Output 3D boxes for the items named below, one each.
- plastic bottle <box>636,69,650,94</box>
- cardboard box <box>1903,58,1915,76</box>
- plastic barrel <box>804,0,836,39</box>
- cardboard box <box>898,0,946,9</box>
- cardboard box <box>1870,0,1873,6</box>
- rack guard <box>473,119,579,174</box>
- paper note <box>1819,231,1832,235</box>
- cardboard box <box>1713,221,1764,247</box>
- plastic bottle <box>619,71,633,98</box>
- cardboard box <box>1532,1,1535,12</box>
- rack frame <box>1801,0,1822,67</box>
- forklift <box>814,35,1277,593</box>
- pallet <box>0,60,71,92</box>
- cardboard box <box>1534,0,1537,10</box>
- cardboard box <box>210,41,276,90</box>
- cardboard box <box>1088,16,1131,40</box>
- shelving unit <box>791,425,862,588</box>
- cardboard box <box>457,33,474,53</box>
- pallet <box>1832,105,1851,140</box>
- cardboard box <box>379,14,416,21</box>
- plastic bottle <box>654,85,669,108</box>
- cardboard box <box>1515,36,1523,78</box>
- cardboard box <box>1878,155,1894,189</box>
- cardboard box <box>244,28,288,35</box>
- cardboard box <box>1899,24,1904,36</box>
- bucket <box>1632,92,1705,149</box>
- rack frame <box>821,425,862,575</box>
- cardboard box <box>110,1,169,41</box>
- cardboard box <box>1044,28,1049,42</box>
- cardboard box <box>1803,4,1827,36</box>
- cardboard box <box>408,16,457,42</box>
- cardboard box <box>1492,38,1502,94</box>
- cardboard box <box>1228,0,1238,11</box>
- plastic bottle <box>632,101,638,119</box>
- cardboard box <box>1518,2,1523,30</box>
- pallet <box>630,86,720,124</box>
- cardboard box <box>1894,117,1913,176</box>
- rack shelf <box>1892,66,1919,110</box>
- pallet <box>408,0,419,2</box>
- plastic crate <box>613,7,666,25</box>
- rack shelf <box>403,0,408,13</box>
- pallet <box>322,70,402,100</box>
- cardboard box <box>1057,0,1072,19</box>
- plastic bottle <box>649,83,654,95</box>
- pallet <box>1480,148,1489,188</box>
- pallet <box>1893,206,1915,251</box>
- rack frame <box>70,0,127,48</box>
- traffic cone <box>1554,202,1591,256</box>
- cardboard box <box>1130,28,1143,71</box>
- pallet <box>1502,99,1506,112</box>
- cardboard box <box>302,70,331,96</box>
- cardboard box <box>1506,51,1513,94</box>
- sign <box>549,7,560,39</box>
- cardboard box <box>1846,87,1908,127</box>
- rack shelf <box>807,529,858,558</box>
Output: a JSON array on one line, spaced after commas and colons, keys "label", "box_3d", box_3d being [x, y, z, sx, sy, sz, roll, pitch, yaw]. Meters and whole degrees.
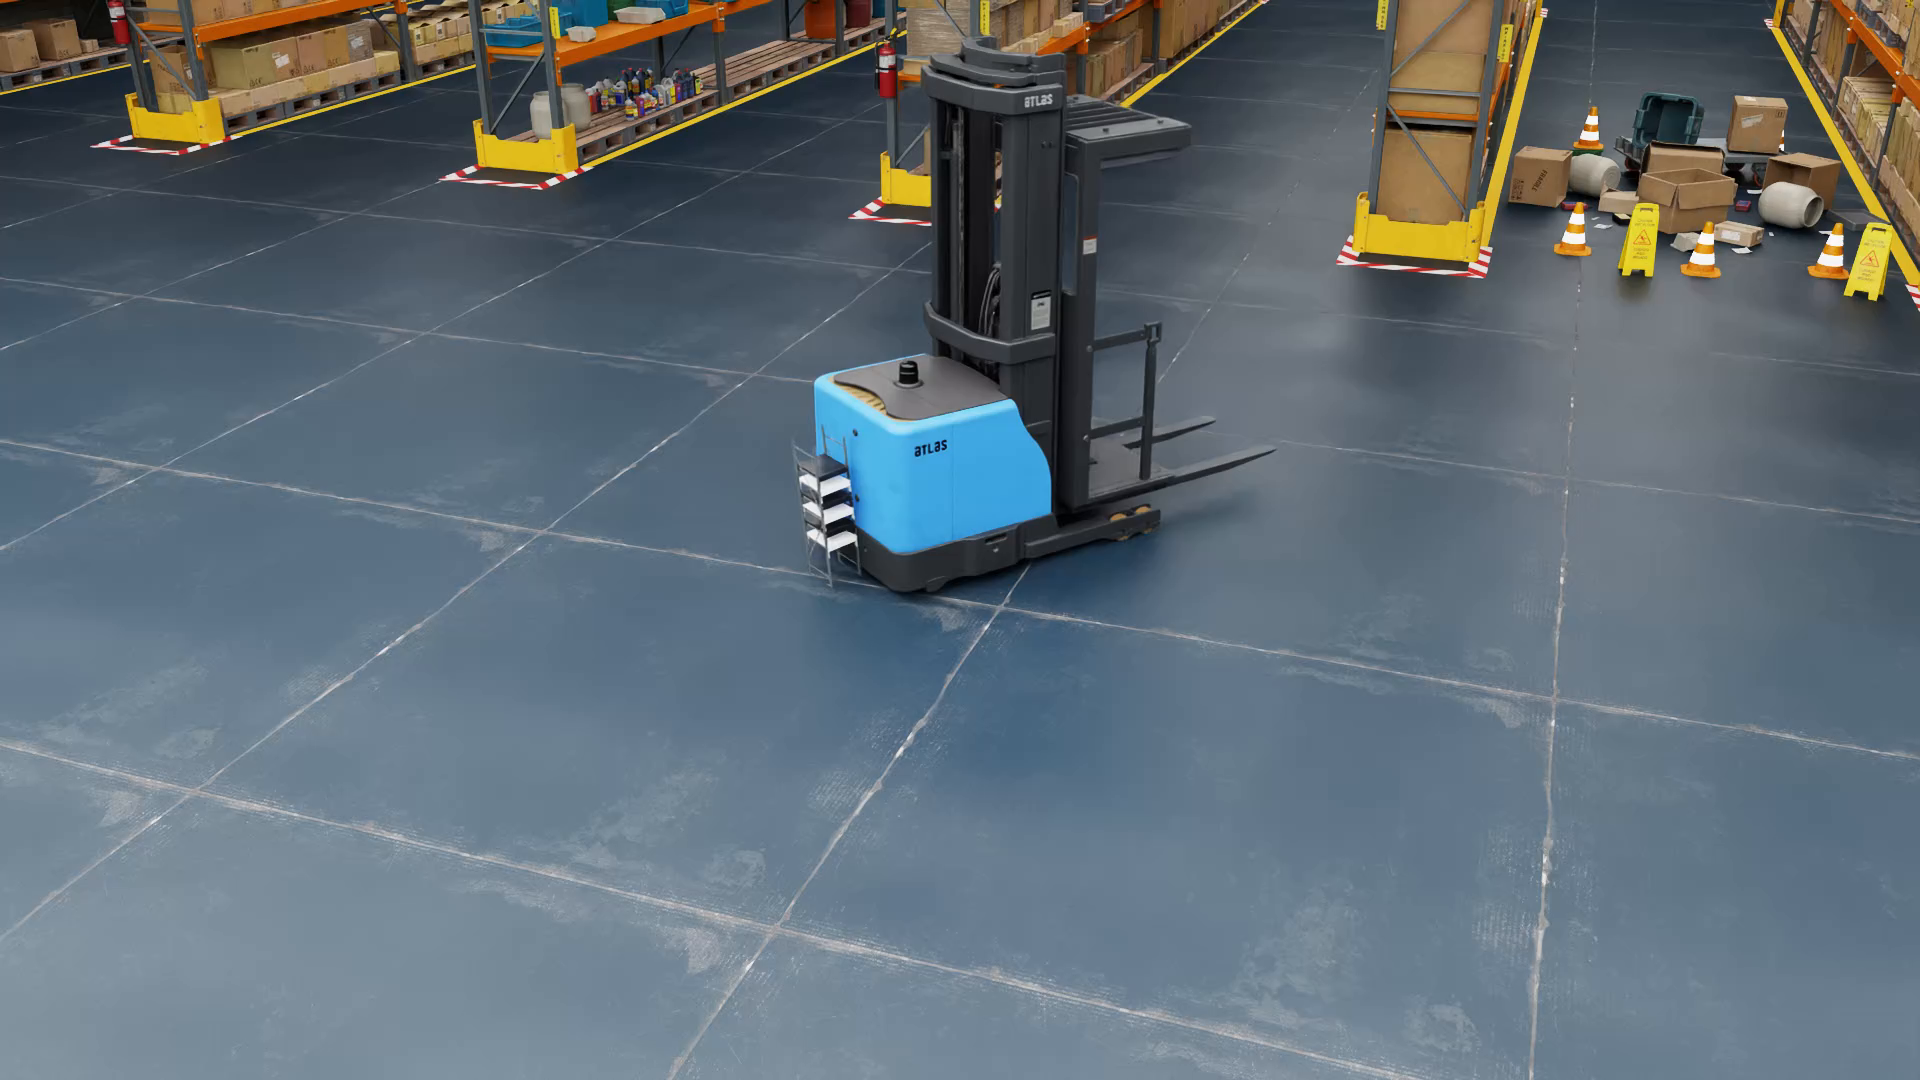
[{"label": "plastic bottle", "box_3d": [-4.132, -5.957, 21.646, 0.144, 0.351, 0.185, 9, 27, 17]}, {"label": "cardboard box", "box_3d": [10.001, -4.892, 17.200, 0.380, 0.149, 0.250, 9, 27, 17]}, {"label": "plastic barrel", "box_3d": [-2.130, -8.303, 25.965, 0.600, 0.830, 0.708, 9, 27, 17]}, {"label": "cardboard box", "box_3d": [-0.318, -5.772, 17.126, 0.500, 0.500, 0.500, 9, 27, 17]}, {"label": "cardboard box", "box_3d": [11.195, -6.484, 20.007, 0.380, 0.149, 0.250, 7, 27, 14]}, {"label": "rack guard", "box_3d": [-4.958, -4.513, 18.997, 1.175, 0.500, 0.348, 9, 27, 17]}, {"label": "paper note", "box_3d": [8.642, -3.058, 16.530, 0.142, 0.019, 0.148, 0, 26, -1]}, {"label": "cardboard box", "box_3d": [7.608, -2.993, 16.260, 0.250, 0.149, 0.380, -20, 33, -36]}, {"label": "plastic bottle", "box_3d": [-4.331, -5.900, 21.529, 0.144, 0.351, 0.185, 8, 27, 15]}, {"label": "cardboard box", "box_3d": [9.293, -8.829, 27.491, 0.380, 0.149, 0.250, 9, 27, 18]}, {"label": "rack frame", "box_3d": [13.070, -8.376, 24.107, 1.000, 3.000, 0.127, 9, 27, 17]}, {"label": "forklift", "box_3d": [0.644, -1.490, 9.964, 3.031, 2.935, 1.130, -16, 30, -29]}, {"label": "pallet", "box_3d": [-13.545, -6.641, 23.724, 1.003, 0.211, 1.213, 9, 27, 17]}, {"label": "cardboard box", "box_3d": [9.731, -9.235, 28.671, 0.380, 0.149, 0.250, 10, 27, 19]}, {"label": "cardboard box", "box_3d": [-9.056, -6.002, 21.018, 0.500, 0.500, 0.500, 9, 27, 17]}, {"label": "cardboard box", "box_3d": [2.032, -7.080, 22.935, 0.500, 0.250, 0.500, 12, 28, 23]}, {"label": "shelving unit", "box_3d": [-0.768, -0.191, 9.593, 0.210, 0.900, 0.258, -24, 34, -30]}, {"label": "cardboard box", "box_3d": [-7.569, -7.468, 24.905, 0.500, 0.250, 0.500, 8, 27, 16]}, {"label": "pallet", "box_3d": [11.477, -5.156, 20.657, 1.003, 0.211, 1.213, 9, 27, 17]}, {"label": "cardboard box", "box_3d": [-8.246, -7.590, 24.514, 0.500, 0.311, 0.500, 10, 27, 19]}, {"label": "plastic bottle", "box_3d": [-3.780, -5.631, 21.060, 0.152, 0.276, 0.135, 9, 27, 18]}, {"label": "cardboard box", "box_3d": [7.513, -6.726, 23.086, 0.500, 0.500, 0.500, 8, 27, 15]}, {"label": "cardboard box", "box_3d": [9.957, -3.836, 17.405, 0.500, 0.250, 0.500, 7, 27, 15]}, {"label": "cardboard box", "box_3d": [-9.225, -6.490, 22.026, 0.500, 0.500, 0.500, 9, 27, 17]}, {"label": "cardboard box", "box_3d": [10.423, -5.521, 18.018, 0.380, 0.149, 0.250, 8, 27, 16]}, {"label": "bucket", "box_3d": [7.835, -4.585, 18.290, 0.726, 0.611, 0.620, 20, 22, 35]}, {"label": "rack frame", "box_3d": [-0.687, -0.226, 9.644, 0.006, 0.900, 0.240, -24, 34, -30]}, {"label": "cardboard box", "box_3d": [-12.721, -8.058, 25.814, 0.700, 0.500, 0.500, 10, 27, 19]}, {"label": "cardboard box", "box_3d": [0.806, -5.775, 19.023, 0.380, 0.149, 0.250, 9, 27, 17]}, {"label": "cardboard box", "box_3d": [13.677, -8.022, 25.835, 0.875, 0.438, 0.875, 8, 27, 16]}, {"label": "cardboard box", "box_3d": [-7.734, -7.506, 24.340, 0.500, 0.311, 0.500, 8, 27, 17]}, {"label": "cardboard box", "box_3d": [4.923, -4.788, 16.526, 0.875, 0.550, 0.550, 9, 27, 17]}, {"label": "cardboard box", "box_3d": [4.319, -9.675, 28.747, 0.875, 0.875, 0.875, 9, 27, 17]}, {"label": "plastic bottle", "box_3d": [-4.007, -5.281, 20.421, 0.097, 0.201, 0.097, 0, 26, 0]}, {"label": "cardboard box", "box_3d": [6.471, -6.399, 19.910, 0.500, 0.500, 0.500, 9, 27, 17]}, {"label": "pallet", "box_3d": [-3.871, -5.719, 21.819, 1.003, 0.211, 1.213, 9, 27, 17]}, {"label": "cardboard box", "box_3d": [9.790, -3.952, 16.783, 0.500, 0.500, 0.500, 10, 28, 20]}, {"label": "rack shelf", "box_3d": [9.742, -3.943, 15.776, 1.077, 0.370, 4.000, 9, 27, 17]}, {"label": "pallet", "box_3d": [-10.474, -10.385, 31.456, 1.003, 0.211, 1.213, 9, 27, 17]}, {"label": "plastic crate", "box_3d": [-3.910, -6.421, 20.372, 0.530, 0.136, 0.437, 9, 27, 17]}, {"label": "rack shelf", "box_3d": [-7.612, -8.462, 25.110, 1.077, 0.370, 4.000, 9, 27, 17]}, {"label": "pallet", "box_3d": [-8.582, -6.388, 23.200, 1.003, 0.211, 1.213, 9, 27, 17]}, {"label": "cardboard box", "box_3d": [0.855, -6.528, 19.835, 0.875, 0.500, 0.500, 9, 27, 17]}, {"label": "plastic bottle", "box_3d": [-3.880, -5.650, 21.089, 0.061, 0.283, 0.133, 9, 27, 17]}, {"label": "pallet", "box_3d": [5.379, -4.208, 18.699, 1.003, 0.211, 1.213, 9, 27, 17]}, {"label": "pallet", "box_3d": [9.813, -3.049, 16.305, 1.003, 0.211, 1.213, 9, 27, 17]}, {"label": "rack frame", "box_3d": [-12.950, -8.680, 24.736, 1.000, 3.000, 0.127, 9, 27, 17]}, {"label": "traffic cone", "box_3d": [5.891, -2.991, 15.897, 0.336, 0.463, 0.334, 9, 27, 17]}, {"label": "cardboard box", "box_3d": [2.190, -6.964, 23.554, 0.700, 0.500, 0.500, 7, 27, 15]}, {"label": "pallet", "box_3d": [6.704, -5.840, 22.070, 1.003, 0.211, 1.213, 9, 27, 17]}, {"label": "cardboard box", "box_3d": [-8.720, -6.075, 22.029, 0.500, 0.250, 0.500, 9, 27, 17]}, {"label": "cardboard box", "box_3d": [6.750, -6.348, 22.018, 1.050, 0.750, 0.750, 8, 27, 17]}, {"label": "sign", "box_3d": [-4.422, -5.643, 18.145, 0.100, 0.325, 0.005, 9, 27, 17]}, {"label": "cardboard box", "box_3d": [11.304, -5.203, 20.088, 0.950, 0.372, 0.625, 8, 27, 16]}, {"label": "rack shelf", "box_3d": [-0.752, -0.005, 9.696, 0.200, 0.077, 0.258, -24, 34, -30]}]
